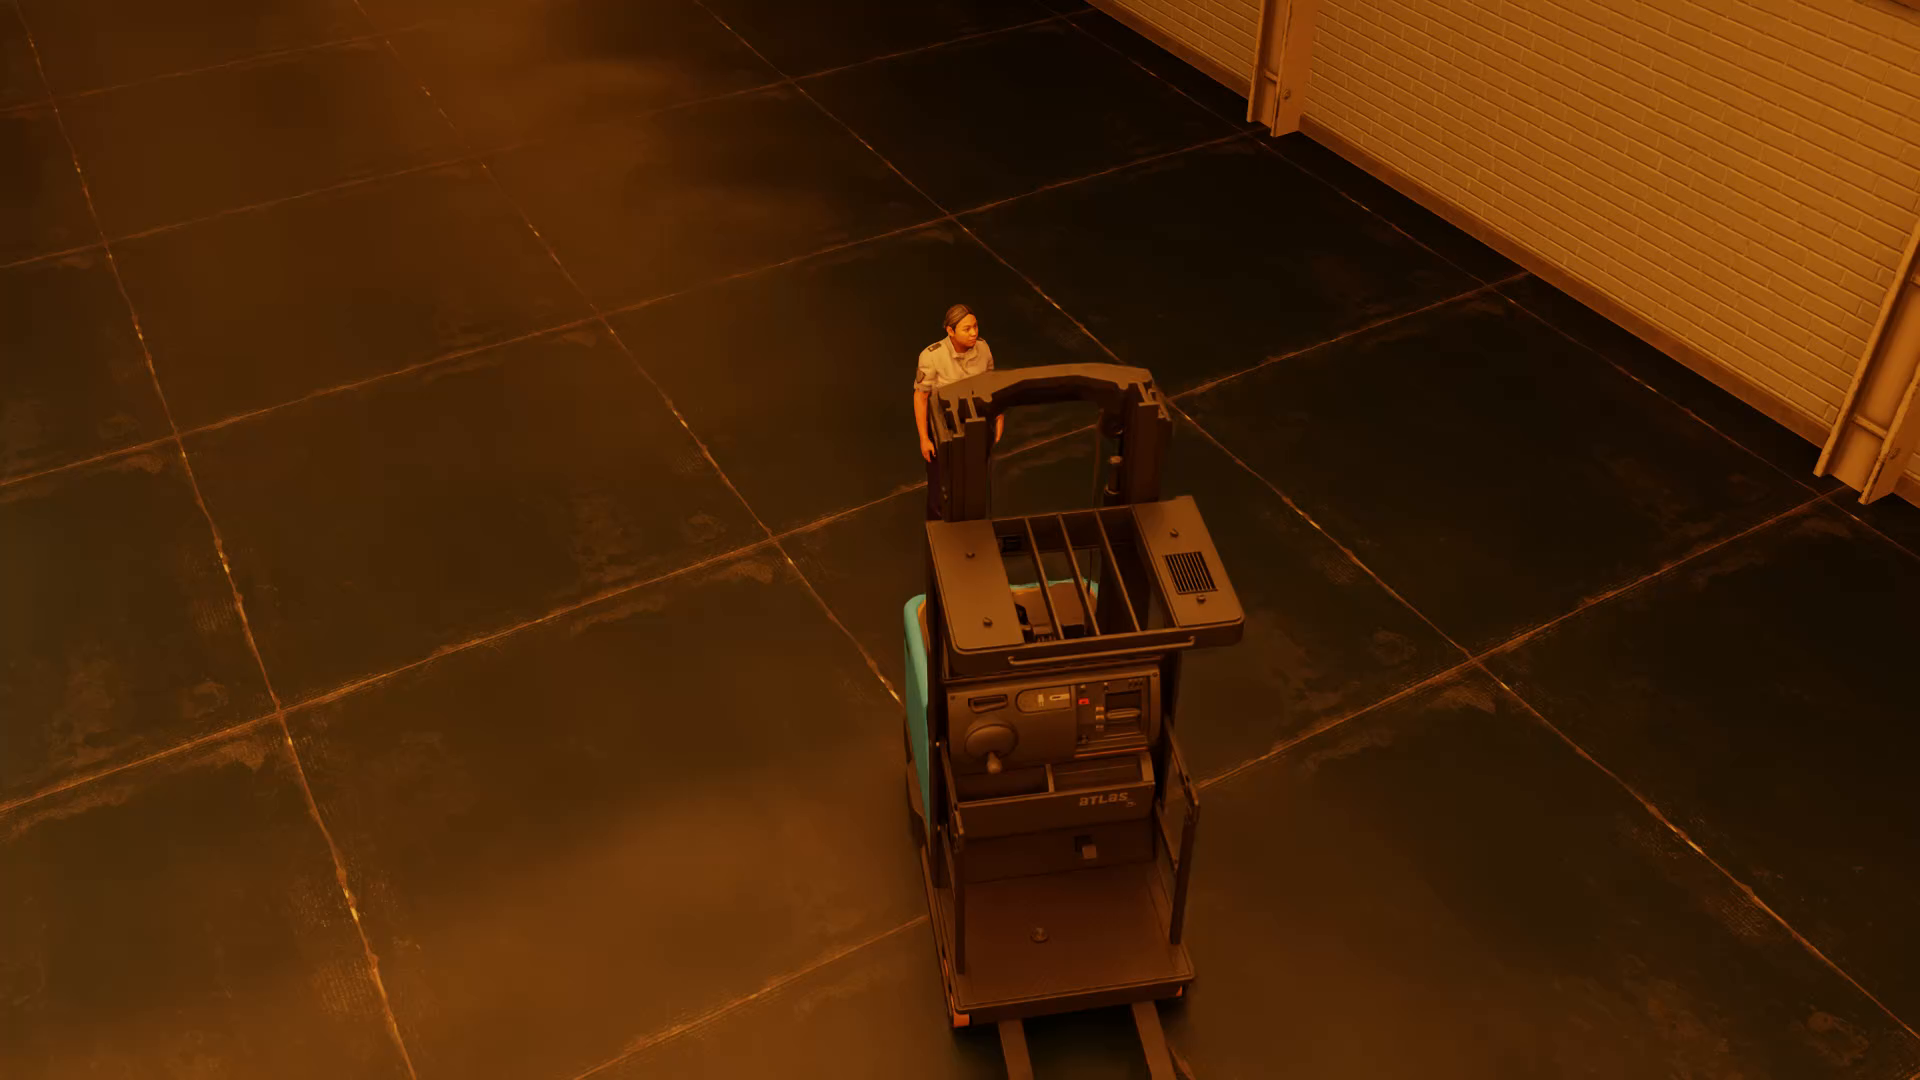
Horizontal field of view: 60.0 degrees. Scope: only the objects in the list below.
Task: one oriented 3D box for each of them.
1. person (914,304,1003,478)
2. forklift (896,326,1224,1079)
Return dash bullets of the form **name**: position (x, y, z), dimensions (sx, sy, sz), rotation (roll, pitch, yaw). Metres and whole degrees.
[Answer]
- **person**: position (0.025, -0.584, 9.733), dimensions (0.599, 1.651, 0.504), rotation (-20, 44, -23)
- **forklift**: position (0.401, 0.682, 7.214), dimensions (1.130, 2.935, 3.031), rotation (-6, 40, -7)
